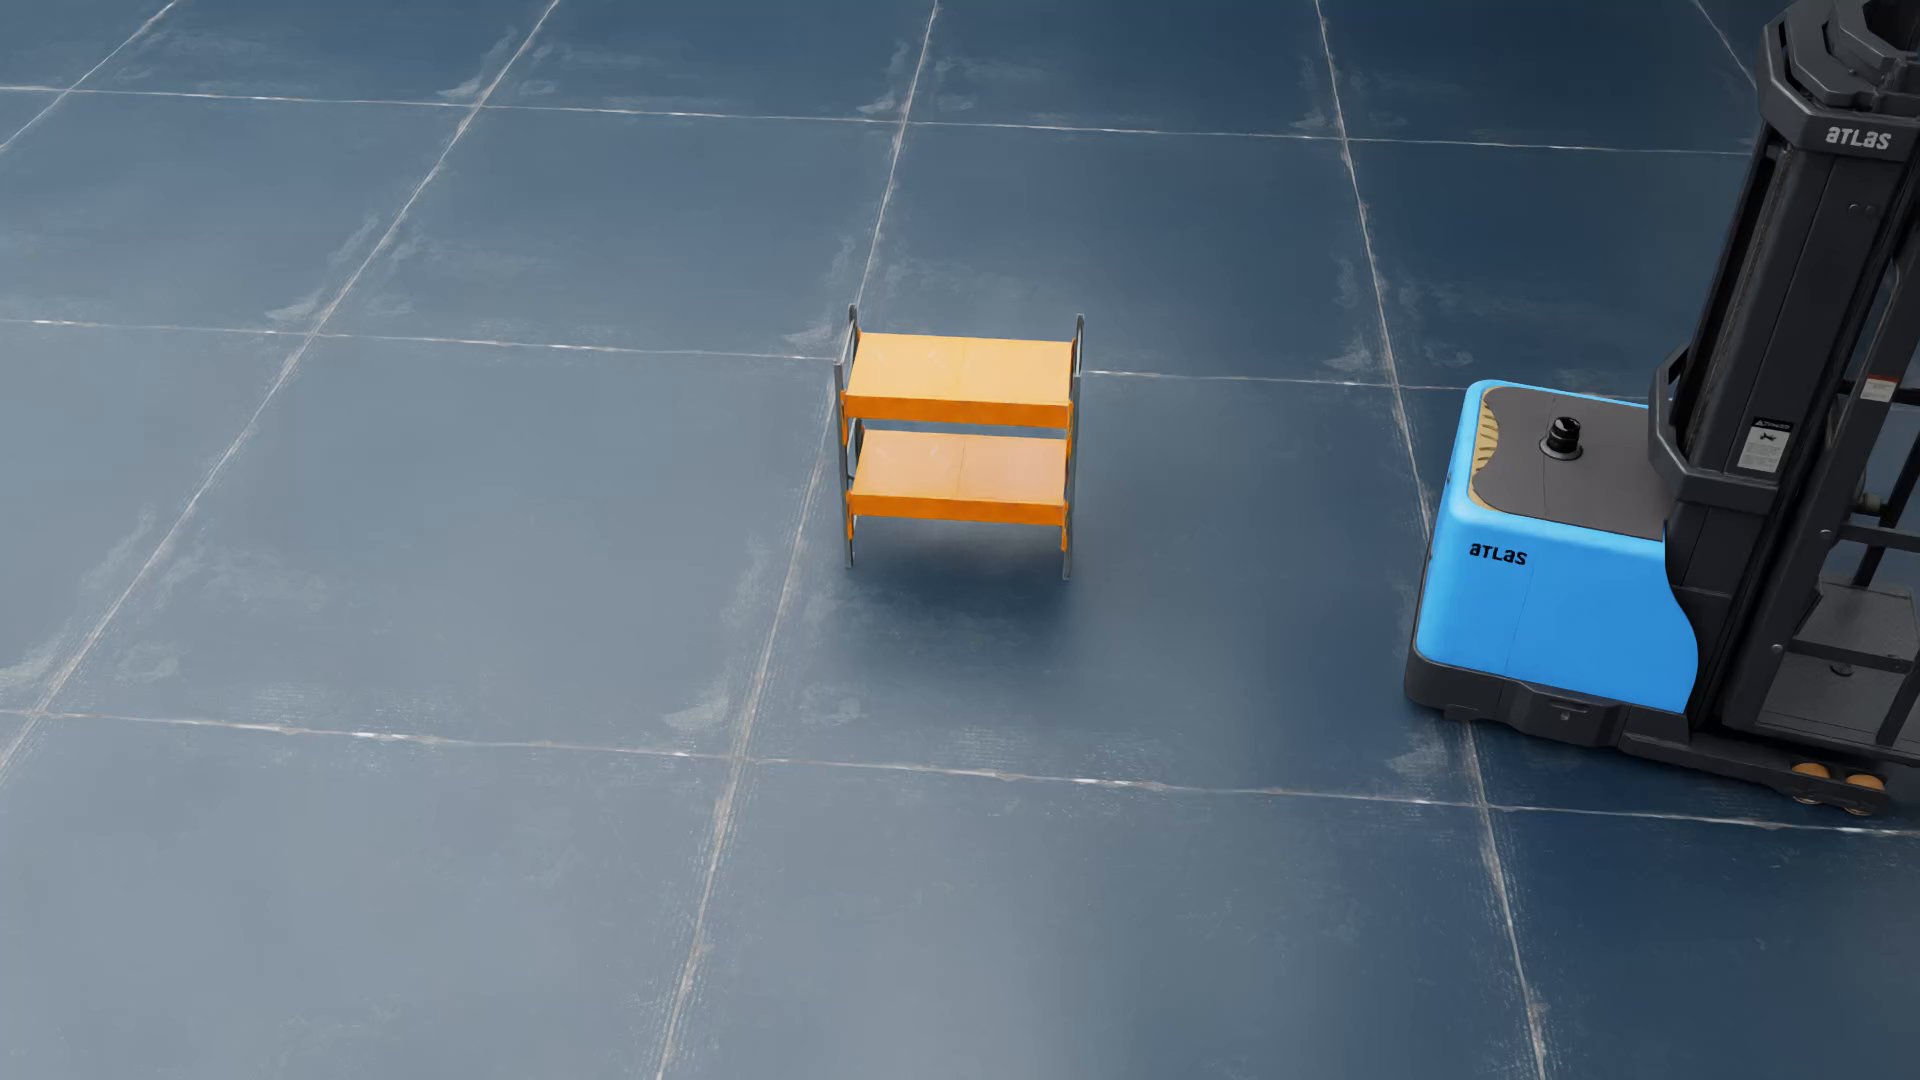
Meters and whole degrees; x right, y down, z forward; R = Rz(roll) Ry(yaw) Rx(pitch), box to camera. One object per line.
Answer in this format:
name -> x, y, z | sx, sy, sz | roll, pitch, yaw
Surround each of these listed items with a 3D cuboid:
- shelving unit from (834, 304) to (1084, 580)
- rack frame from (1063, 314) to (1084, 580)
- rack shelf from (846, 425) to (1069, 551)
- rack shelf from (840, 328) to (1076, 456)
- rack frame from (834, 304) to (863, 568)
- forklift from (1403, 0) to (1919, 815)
shelving unit -> 0.007, -0.436, 7.565 | 1.048, 1.125, 0.538 | 3, 39, 4
rack frame -> 0.513, -0.408, 7.531 | 0.032, 1.125, 0.500 | 3, 39, 4
rack shelf -> 0.007, -0.246, 7.719 | 1.000, 0.278, 0.538 | 3, 39, 4
rack shelf -> 0.007, -0.663, 7.380 | 1.000, 0.278, 0.538 | 3, 39, 4
rack frame -> -0.500, -0.464, 7.599 | 0.032, 1.125, 0.500 | 3, 39, 4
forklift -> 3.451, -0.426, 6.122 | 3.031, 2.935, 1.130 | 12, 41, 14
